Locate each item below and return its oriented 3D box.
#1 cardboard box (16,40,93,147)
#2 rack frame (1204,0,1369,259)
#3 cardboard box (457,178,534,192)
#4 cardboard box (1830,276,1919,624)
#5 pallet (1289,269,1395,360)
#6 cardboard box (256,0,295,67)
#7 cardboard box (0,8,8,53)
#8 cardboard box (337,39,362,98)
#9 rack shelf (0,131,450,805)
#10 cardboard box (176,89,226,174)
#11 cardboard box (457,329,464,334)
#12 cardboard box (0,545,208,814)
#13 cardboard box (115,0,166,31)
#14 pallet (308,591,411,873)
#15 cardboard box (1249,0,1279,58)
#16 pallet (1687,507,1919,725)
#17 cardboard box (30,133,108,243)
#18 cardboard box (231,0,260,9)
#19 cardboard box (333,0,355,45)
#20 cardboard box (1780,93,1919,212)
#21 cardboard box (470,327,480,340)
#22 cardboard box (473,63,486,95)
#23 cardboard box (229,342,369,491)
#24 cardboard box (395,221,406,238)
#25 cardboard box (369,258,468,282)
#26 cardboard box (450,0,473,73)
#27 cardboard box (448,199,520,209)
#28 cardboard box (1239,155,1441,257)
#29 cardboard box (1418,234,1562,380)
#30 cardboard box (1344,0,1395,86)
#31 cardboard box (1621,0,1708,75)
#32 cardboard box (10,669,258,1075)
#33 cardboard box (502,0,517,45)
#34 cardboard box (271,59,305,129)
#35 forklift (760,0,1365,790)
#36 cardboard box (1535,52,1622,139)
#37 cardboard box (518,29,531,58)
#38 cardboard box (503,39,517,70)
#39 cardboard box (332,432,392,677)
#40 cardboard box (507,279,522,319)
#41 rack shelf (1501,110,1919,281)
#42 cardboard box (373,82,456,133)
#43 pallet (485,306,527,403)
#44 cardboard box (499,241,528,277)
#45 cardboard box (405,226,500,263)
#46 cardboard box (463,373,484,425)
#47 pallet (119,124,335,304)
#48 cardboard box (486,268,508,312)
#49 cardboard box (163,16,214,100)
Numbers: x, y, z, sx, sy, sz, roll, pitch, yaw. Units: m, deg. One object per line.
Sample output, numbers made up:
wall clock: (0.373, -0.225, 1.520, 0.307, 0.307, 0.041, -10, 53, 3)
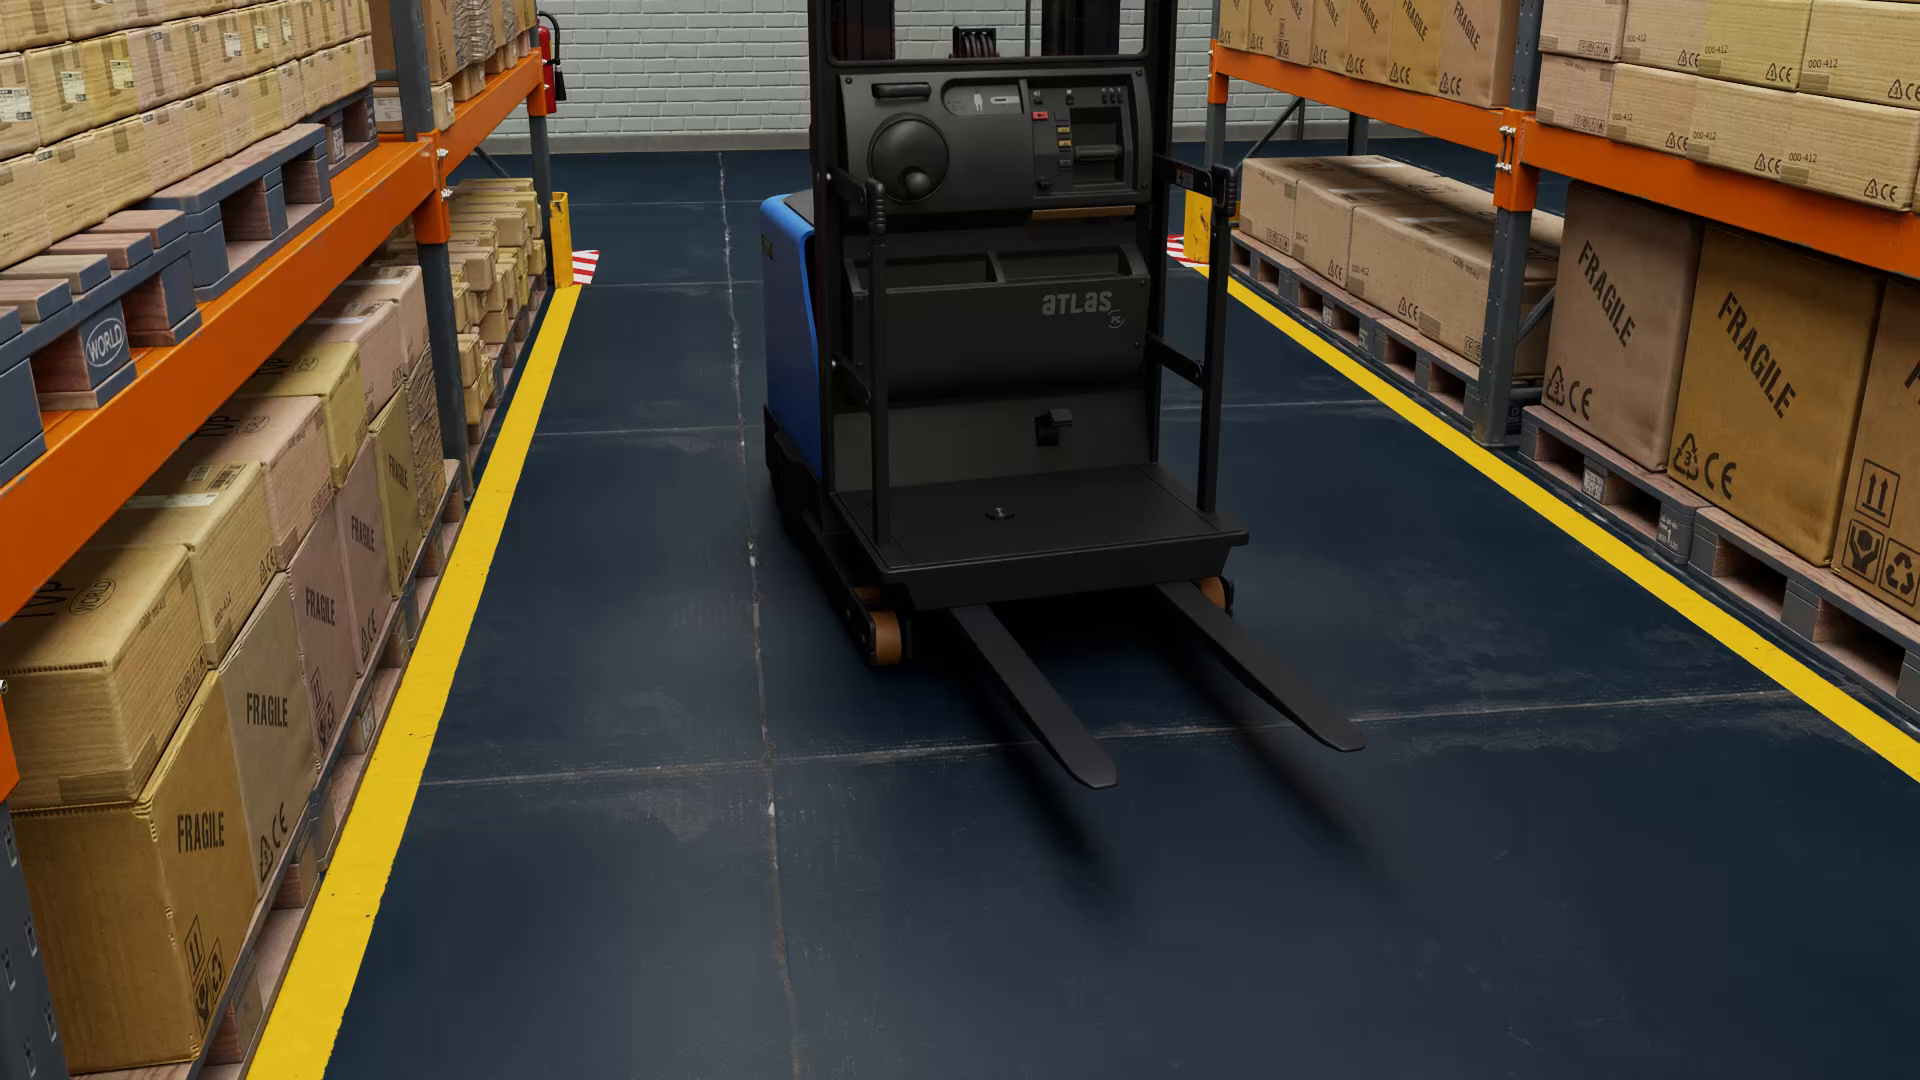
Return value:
cardboard box: (-1.667, -0.729, 2.714, 0.380, 0.149, 0.250, -4, 21, -9)
rack frame: (2.018, -3.202, 10.001, 1.000, 3.000, 0.127, -3, 21, -8)
cardboard box: (-2.539, -1.886, 9.103, 0.380, 0.149, 0.250, -3, 21, -7)
cardboard box: (3.029, -0.185, 4.362, 0.875, 0.875, 0.875, -3, 21, -7)
pallet: (2.383, -1.201, 8.630, 1.003, 0.211, 1.213, -3, 21, -8)
cardboard box: (-1.885, -1.261, 4.138, 0.380, 0.149, 0.250, -4, 21, -11)
cardboard box: (-1.629, -0.767, 2.392, 0.380, 0.149, 0.250, -3, 21, -9)
cardboard box: (-1.998, -1.394, 4.919, 0.380, 0.149, 0.250, -3, 21, -7)
rack shelf: (-2.001, -0.502, 3.803, 1.077, 0.370, 4.000, -3, 21, -8)
cardboard box: (-1.771, -0.850, 3.464, 0.380, 0.149, 0.250, -3, 21, -7)
cardboard box: (-2.150, -0.757, 6.506, 0.380, 0.149, 0.250, -3, 21, -7)
cardboard box: (-1.573, 0.225, 2.727, 0.500, 0.250, 0.500, -4, 21, -10)
cardboard box: (-1.739, -1.038, 3.117, 0.380, 0.149, 0.250, -2, 21, -5)
pallet: (-1.997, 0.467, 4.164, 1.003, 0.211, 1.213, -3, 21, -8)
cardboard box: (1.903, -2.894, 9.034, 0.500, 0.500, 0.500, -3, 21, -9)
pallet: (2.959, 0.176, 4.942, 1.003, 0.211, 1.213, -3, 21, -8)
cardboard box: (-1.655, -0.577, 2.734, 0.380, 0.149, 0.250, -2, 21, -5)
cardboard box: (-1.851, -1.309, 3.843, 0.380, 0.149, 0.250, -4, 21, -10)
cardboard box: (-1.998, -1.531, 4.863, 0.380, 0.149, 0.250, -3, 21, -7)
cardboard box: (2.594, -1.050, 4.454, 0.500, 0.250, 0.500, -3, 21, -9)
cardboard box: (-2.236, -0.796, 7.036, 0.380, 0.149, 0.250, -3, 21, -9)
cardboard box: (-2.244, -1.982, 7.096, 0.380, 0.149, 0.250, -2, 21, -5)
cardboard box: (-1.781, -0.303, 4.141, 0.500, 0.250, 0.500, -4, 21, -10)
cardboard box: (-2.910, -1.497, 8.061, 0.380, 0.149, 0.250, -2, 21, -6)
cardboard box: (-2.260, -1.074, 6.929, 0.380, 0.149, 0.250, -3, 21, -9)
cardboard box: (-2.190, -2.073, 6.412, 0.500, 0.500, 0.500, -3, 21, -8)
cardboard box: (-2.422, -1.620, 8.391, 0.380, 0.149, 0.250, -4, 21, -10)
cardboard box: (2.212, -1.975, 9.777, 0.875, 0.438, 0.875, -4, 21, -10)
cardboard box: (2.610, -1.036, 7.264, 0.875, 0.438, 0.875, -3, 21, -9)
cardboard box: (2.108, -2.362, 7.611, 0.500, 0.500, 0.500, -3, 21, -9)
cardboard box: (2.482, -1.635, 5.306, 0.500, 0.250, 0.500, -3, 21, -7)
cardboard box: (-1.562, 0.569, 2.877, 0.500, 0.500, 0.500, -4, 21, -10)
cardboard box: (-2.395, -2.607, 7.841, 0.500, 0.500, 0.500, -3, 21, -8)
cardboard box: (-1.883, -1.124, 4.198, 0.380, 0.149, 0.250, -4, 21, -10)
forklift: (0.177, -1.164, 4.644, 1.130, 2.935, 3.031, -6, 21, -15)
cardboard box: (2.397, -1.581, 5.876, 0.500, 0.250, 0.500, -3, 21, -9)
cardboard box: (-2.539, -2.701, 9.019, 0.380, 0.149, 0.250, -3, 21, -8)
cardboard box: (-2.430, -2.439, 8.319, 0.380, 0.149, 0.250, -2, 21, -6)
cardboard box: (-1.790, 0.041, 4.291, 0.500, 0.500, 0.500, -3, 21, -9)
cardboard box: (-2.327, -1.161, 8.012, 0.380, 0.149, 0.250, -3, 21, -7)
rack shelf: (2.883, -0.787, 4.565, 1.077, 0.370, 4.000, -3, 21, -8)
cardboard box: (-2.006, -1.529, 5.881, 0.380, 0.149, 0.250, -2, 21, -6)
pallet: (-2.600, -0.880, 7.770, 1.003, 0.211, 1.213, -3, 21, -8)
cardboard box: (-2.343, -1.391, 8.201, 0.380, 0.149, 0.250, -3, 21, -7)
cardboard box: (-2.334, -1.344, 7.651, 0.380, 0.149, 0.250, -3, 21, -7)
cardboard box: (-2.024, -0.535, 6.337, 0.380, 0.149, 0.250, -4, 21, -10)
pallet: (-2.039, -0.740, 3.686, 1.003, 0.211, 1.213, -3, 21, -8)
cardboard box: (-2.247, -1.120, 7.478, 0.380, 0.149, 0.250, -3, 21, -8)
cardboard box: (-1.771, -0.989, 3.410, 0.380, 0.149, 0.250, -3, 21, -8)
